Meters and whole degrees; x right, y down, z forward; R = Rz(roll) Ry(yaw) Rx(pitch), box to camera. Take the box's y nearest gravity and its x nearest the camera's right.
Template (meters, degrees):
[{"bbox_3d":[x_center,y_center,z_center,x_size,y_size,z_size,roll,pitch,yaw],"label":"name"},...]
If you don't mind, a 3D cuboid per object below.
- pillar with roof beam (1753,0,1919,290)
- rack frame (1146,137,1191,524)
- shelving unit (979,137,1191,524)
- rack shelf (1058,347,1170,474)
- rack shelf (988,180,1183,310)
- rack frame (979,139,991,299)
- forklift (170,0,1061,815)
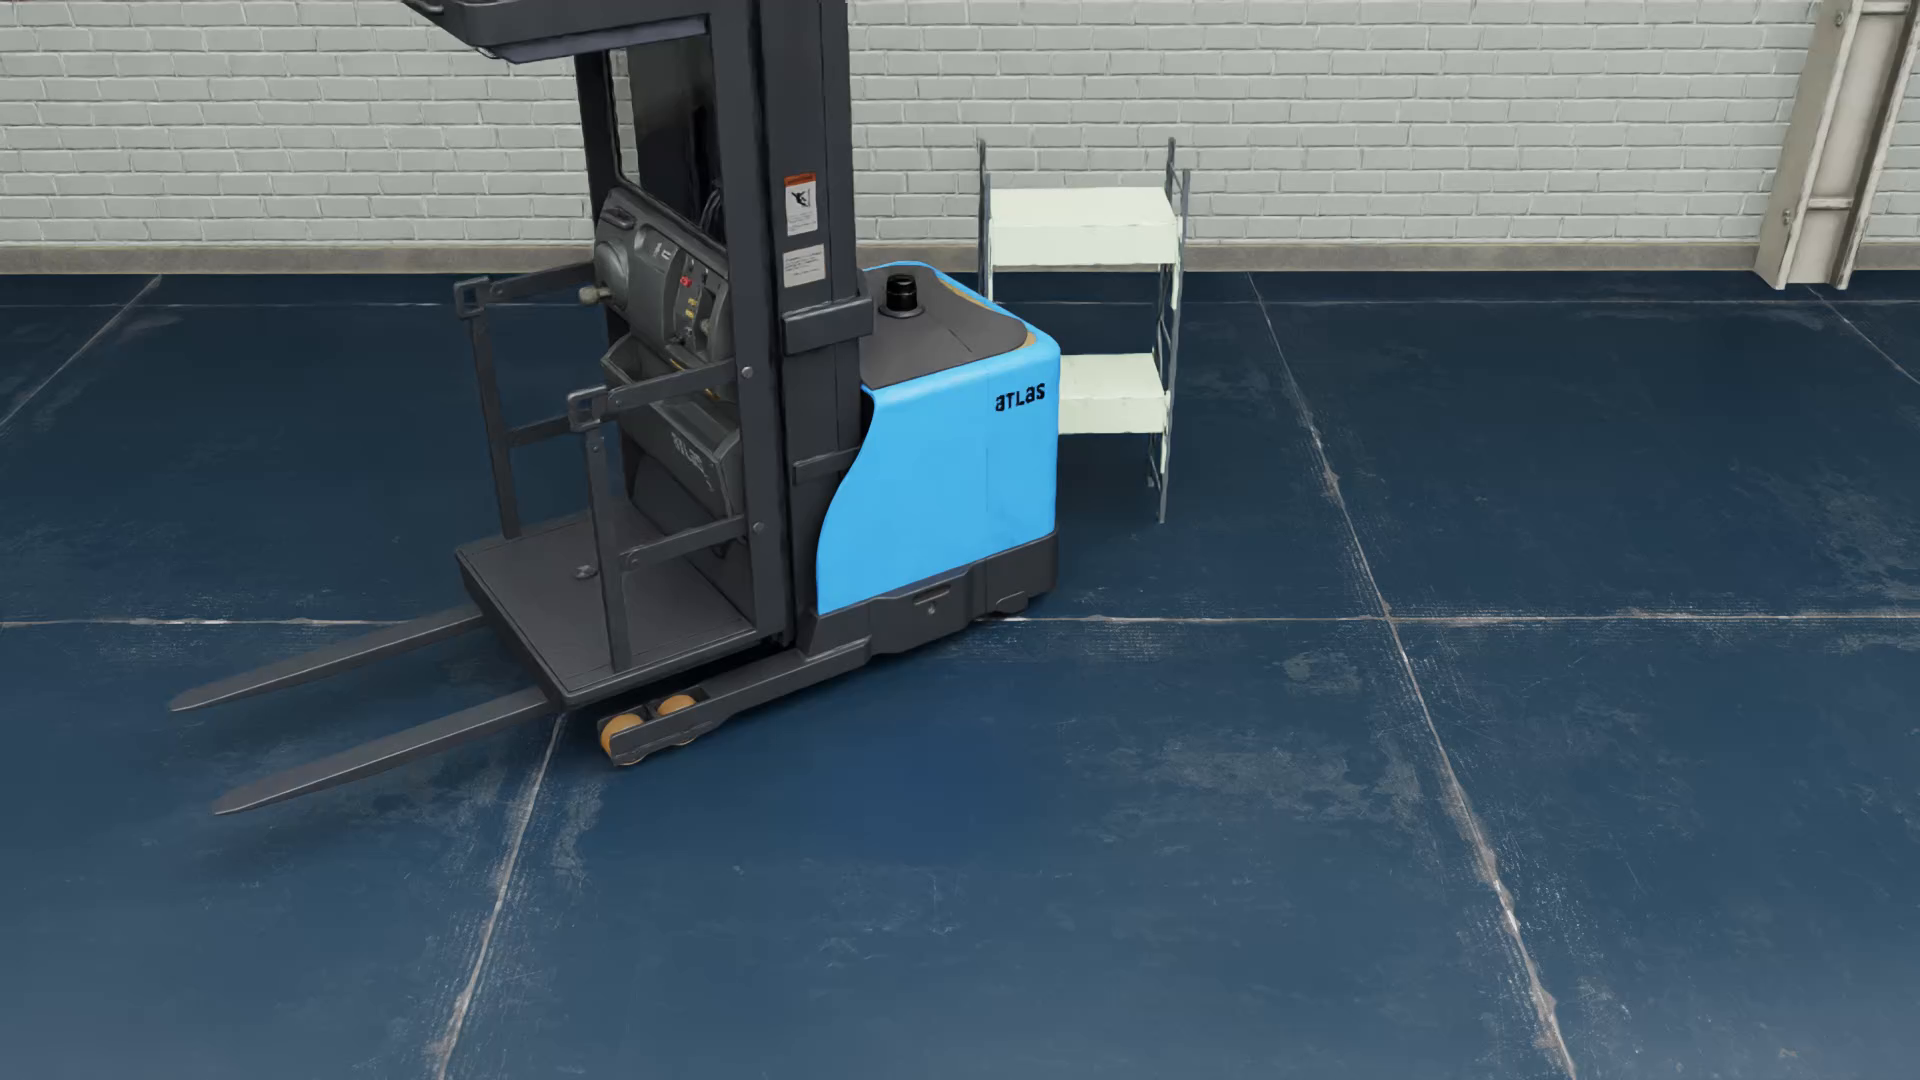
[{"bbox_3d":[4.621,-3.047,3.097,0.400,9.000,9.100,0,31,0],"label":"pillar with roof beam"},{"bbox_3d":[0.825,-0.813,6.644,0.023,1.500,0.400,-1,31,-2],"label":"rack frame"},{"bbox_3d":[0.460,-0.805,6.632,0.755,1.500,0.431,-1,31,-2],"label":"shelving unit"},{"bbox_3d":[0.460,-0.527,6.801,0.720,0.370,0.431,-1,31,-2],"label":"rack shelf"},{"bbox_3d":[0.460,-1.139,6.429,0.720,0.370,0.431,-1,31,-2],"label":"rack shelf"},{"bbox_3d":[0.094,-0.798,6.619,0.023,1.500,0.400,-1,31,-2],"label":"rack frame"},{"bbox_3d":[-1.142,-0.820,5.275,3.031,2.935,1.130,-19,36,-28],"label":"forklift"}]
